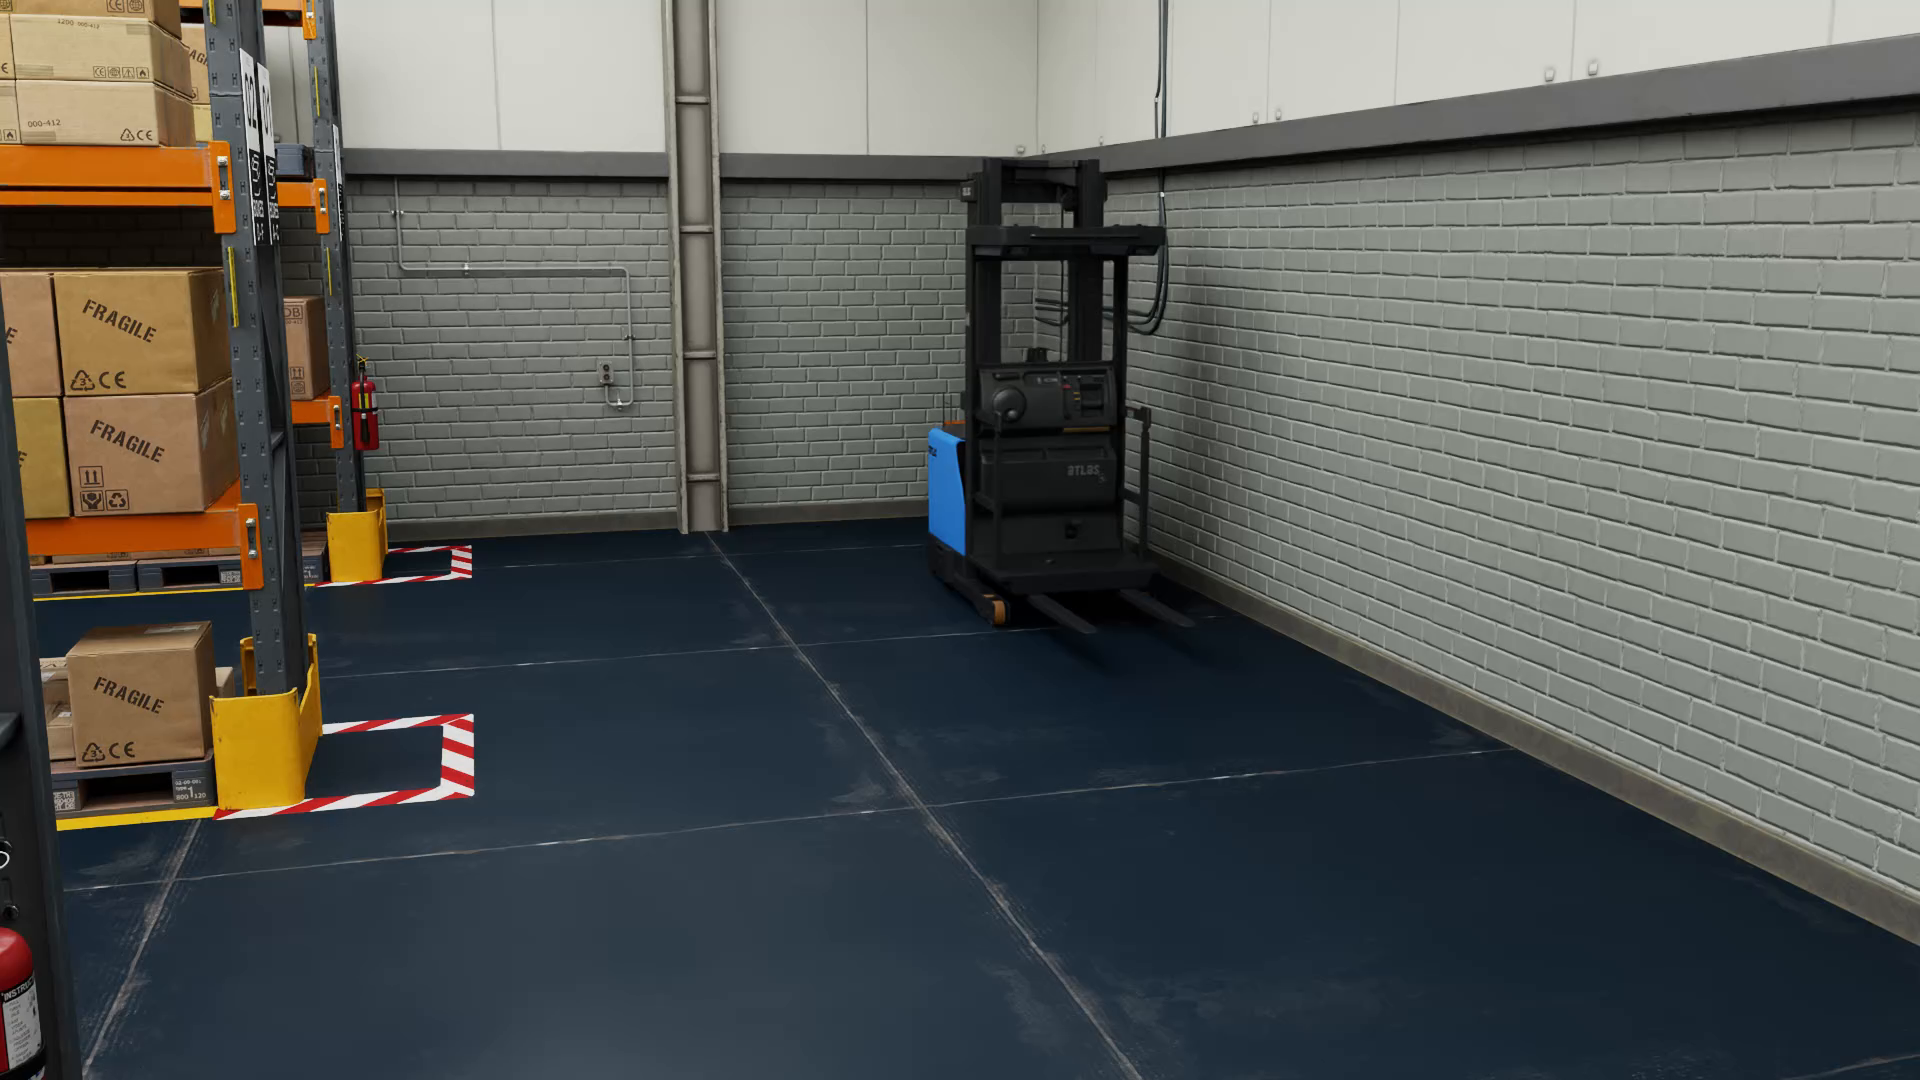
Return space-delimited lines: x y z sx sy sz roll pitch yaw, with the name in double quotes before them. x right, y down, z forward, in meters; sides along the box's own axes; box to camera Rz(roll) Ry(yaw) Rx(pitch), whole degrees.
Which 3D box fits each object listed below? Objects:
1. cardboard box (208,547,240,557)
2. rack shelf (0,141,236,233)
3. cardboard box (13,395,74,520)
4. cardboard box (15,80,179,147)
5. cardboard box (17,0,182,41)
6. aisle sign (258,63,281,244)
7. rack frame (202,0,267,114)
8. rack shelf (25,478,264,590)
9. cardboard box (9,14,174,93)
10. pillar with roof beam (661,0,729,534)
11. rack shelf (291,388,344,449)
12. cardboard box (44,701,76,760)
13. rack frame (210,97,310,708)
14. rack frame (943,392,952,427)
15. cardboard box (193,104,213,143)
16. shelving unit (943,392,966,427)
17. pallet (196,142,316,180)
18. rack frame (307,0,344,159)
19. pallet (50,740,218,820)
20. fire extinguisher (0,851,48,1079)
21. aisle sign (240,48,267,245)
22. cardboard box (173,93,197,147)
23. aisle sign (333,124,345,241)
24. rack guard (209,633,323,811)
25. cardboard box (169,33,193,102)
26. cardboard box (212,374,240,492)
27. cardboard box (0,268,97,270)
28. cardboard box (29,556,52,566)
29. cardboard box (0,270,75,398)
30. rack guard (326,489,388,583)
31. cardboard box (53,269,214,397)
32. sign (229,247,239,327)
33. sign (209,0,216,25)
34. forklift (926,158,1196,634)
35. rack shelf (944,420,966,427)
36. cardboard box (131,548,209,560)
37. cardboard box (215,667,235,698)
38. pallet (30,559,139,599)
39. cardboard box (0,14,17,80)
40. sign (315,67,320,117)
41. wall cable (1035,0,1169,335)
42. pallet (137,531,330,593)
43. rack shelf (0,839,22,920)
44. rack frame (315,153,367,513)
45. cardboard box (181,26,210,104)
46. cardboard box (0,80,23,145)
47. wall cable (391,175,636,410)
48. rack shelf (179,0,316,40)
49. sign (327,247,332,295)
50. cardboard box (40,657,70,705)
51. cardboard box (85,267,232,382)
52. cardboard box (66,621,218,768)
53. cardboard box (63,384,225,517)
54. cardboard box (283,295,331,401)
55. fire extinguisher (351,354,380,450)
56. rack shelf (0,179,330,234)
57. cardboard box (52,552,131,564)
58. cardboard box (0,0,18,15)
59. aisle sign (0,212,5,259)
"cardboard box" -5.162 -0.201 12.096 0.500 0.500 0.700 -3 11 -16
"rack shelf" -5.050 -1.436 6.762 4.000 0.370 1.077 -3 11 -16
"cardboard box" -3.981 -0.368 6.983 0.500 0.500 0.500 -3 11 -15
"cardboard box" -3.549 -1.745 6.870 0.500 0.250 0.500 -3 11 -16
"cardboard box" -3.618 -2.403 6.991 0.500 0.500 0.700 -3 11 -16
"aisle sign" -3.146 -1.748 7.579 0.004 0.787 0.394 -3 11 -16
"rack frame" -3.130 -3.366 6.975 0.127 3.000 1.000 -3 11 -16
"rack shelf" -5.050 0.040 7.034 4.000 0.370 1.077 -3 11 -16
"cardboard box" -3.552 -1.992 6.833 0.500 0.250 0.500 -3 11 -16
"pillar with roof beam" -0.964 -3.765 9.146 0.400 9.000 9.100 -3 11 -16
"rack shelf" -6.438 -0.821 11.710 4.000 0.370 1.077 -3 11 -16
"cardboard box" -3.997 0.837 7.327 0.250 0.166 0.380 -3 11 -16
"rack frame" -3.130 -0.415 7.518 0.127 3.000 1.000 -3 11 -16
"rack frame" -0.102 -0.585 13.409 0.006 1.200 0.240 -3 11 -16
"cardboard box" -5.147 -2.850 11.438 0.500 0.250 0.500 -3 11 -14
"shelving unit" -0.014 -0.589 13.434 0.189 1.200 0.258 -3 11 -16
"pallet" -5.227 -2.669 11.718 1.213 0.211 1.003 -3 11 -16
"rack frame" -4.518 -4.227 11.652 0.127 3.000 1.000 -3 11 -16
"pallet" -3.968 1.000 7.530 1.213 0.211 1.003 -3 11 -16
"fire extinguisher" -1.477 0.739 2.493 0.183 0.674 0.296 -3 11 -16
"aisle sign" -2.978 -1.644 7.012 0.004 0.787 0.394 -3 11 -16
"cardboard box" -3.694 -1.835 7.359 0.500 0.250 0.500 -3 11 -16
"aisle sign" -4.365 -2.506 11.696 0.004 0.787 0.394 -3 11 -16
"rack guard" -3.203 0.818 7.724 0.348 0.500 1.175 -3 11 -16
"cardboard box" -3.696 -2.082 7.320 0.500 0.250 0.500 -3 11 -16
"cardboard box" -3.629 -0.488 7.636 0.500 0.500 0.500 -3 11 -15
"cardboard box" -4.129 -0.952 7.395 0.500 0.500 0.500 -3 11 -15
"cardboard box" -6.635 -0.122 11.666 0.500 0.500 0.700 -3 11 -15
"cardboard box" -3.965 -0.860 6.897 0.500 0.500 0.500 -3 11 -14
"rack guard" -4.495 -0.048 12.428 0.348 0.500 1.175 -3 11 -16
"cardboard box" -3.480 -0.886 7.037 0.500 0.500 0.500 -3 11 -16
"sign" -2.994 -1.043 6.855 0.005 0.325 0.100 -3 11 -16
"sign" -2.994 -2.229 6.637 0.005 0.325 0.100 -3 11 -16
"forklift" 0.640 -0.973 10.738 1.130 2.935 3.031 -3 11 -15
"rack shelf" -0.014 -0.900 13.377 0.180 0.103 0.258 -3 11 -16
"cardboard box" -5.642 -0.175 11.959 0.500 0.500 0.700 -3 11 -16
"cardboard box" -3.628 0.732 7.946 0.250 0.149 0.380 -3 11 -16
"pallet" -6.433 0.210 11.822 1.213 0.211 1.003 -3 11 -16
"cardboard box" -4.032 -1.967 6.695 0.500 0.250 0.500 -3 11 -16
"sign" -4.379 -3.053 11.334 0.005 0.325 0.100 -3 11 -16
"wall cable" 1.013 -2.924 13.150 0.112 2.526 3.097 -3 11 -16
"pallet" -5.264 0.149 12.154 1.213 0.211 1.003 -3 11 -16
"rack shelf" -3.669 0.901 2.355 4.000 0.370 1.077 -3 11 -16
"rack frame" -4.518 -1.276 12.195 0.127 3.000 1.000 -3 11 -16
"cardboard box" -5.144 -3.218 11.363 0.500 0.500 0.500 -3 11 -16
"cardboard box" -4.032 -1.722 6.743 0.500 0.250 0.500 -3 11 -16
"wall cable" -3.553 -2.005 13.348 1.851 1.984 0.084 -3 11 -16
"rack shelf" -6.438 -3.575 11.203 4.000 0.370 1.077 -3 11 -16
"sign" -4.379 -1.867 11.552 0.005 0.325 0.100 -3 11 -16
"cardboard box" -4.211 0.724 7.708 0.500 0.250 0.500 -3 11 -16
"cardboard box" -3.629 -0.980 7.546 0.500 0.500 0.500 -3 11 -14
"cardboard box" -3.583 0.668 7.323 0.500 0.500 0.500 -3 11 -16
"cardboard box" -3.484 -0.395 7.129 0.500 0.500 0.500 -3 11 -14
"cardboard box" -5.005 -1.396 12.018 0.700 0.700 0.980 -3 11 -13
"fire extinguisher" -4.244 -0.982 11.841 0.183 0.674 0.296 -3 11 -16
"rack shelf" -6.438 -2.297 11.439 4.000 0.370 1.077 -3 11 -16
"cardboard box" -6.125 -0.150 11.820 0.500 0.500 0.700 -3 11 -18
"cardboard box" -4.122 -2.392 6.933 0.500 0.500 0.700 -3 11 -16
"aisle sign" -1.763 -0.888 2.905 0.004 0.787 0.394 -3 11 -16
